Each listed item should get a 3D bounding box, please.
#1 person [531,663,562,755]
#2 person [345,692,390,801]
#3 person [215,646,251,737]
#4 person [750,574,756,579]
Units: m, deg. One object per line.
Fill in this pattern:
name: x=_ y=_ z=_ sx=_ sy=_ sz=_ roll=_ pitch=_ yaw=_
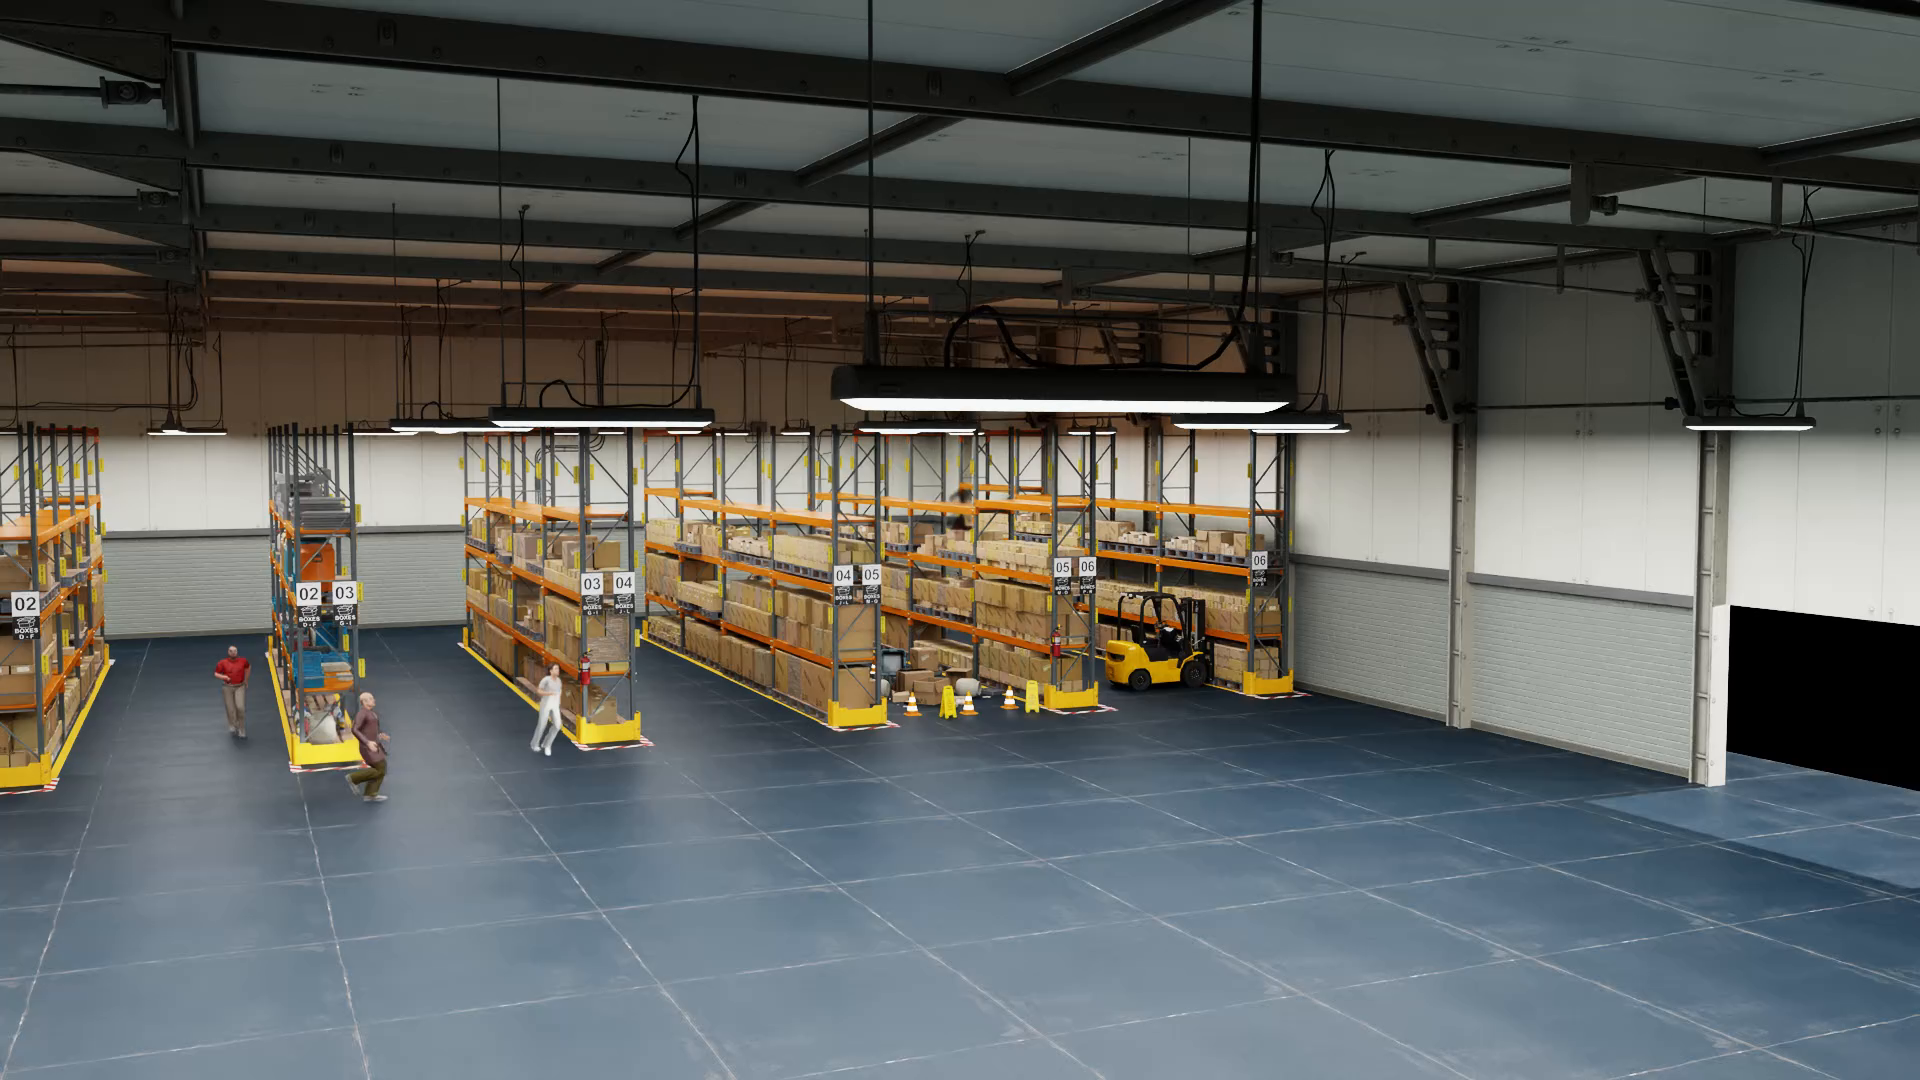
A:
person: x=-7.441 y=3.060 z=30.282 sx=0.575 sy=1.668 sz=0.670 roll=-3 pitch=5 yaw=-42
person: x=-9.326 y=3.258 z=26.175 sx=0.640 sy=1.727 sz=0.707 roll=0 pitch=4 yaw=-6
person: x=-14.009 y=2.929 z=32.027 sx=0.623 sy=1.791 sz=0.781 roll=-2 pitch=4 yaw=-23
person: x=-6.269 y=1.828 z=50.490 sx=0.749 sy=1.638 sz=0.591 roll=-2 pitch=4 yaw=-25
